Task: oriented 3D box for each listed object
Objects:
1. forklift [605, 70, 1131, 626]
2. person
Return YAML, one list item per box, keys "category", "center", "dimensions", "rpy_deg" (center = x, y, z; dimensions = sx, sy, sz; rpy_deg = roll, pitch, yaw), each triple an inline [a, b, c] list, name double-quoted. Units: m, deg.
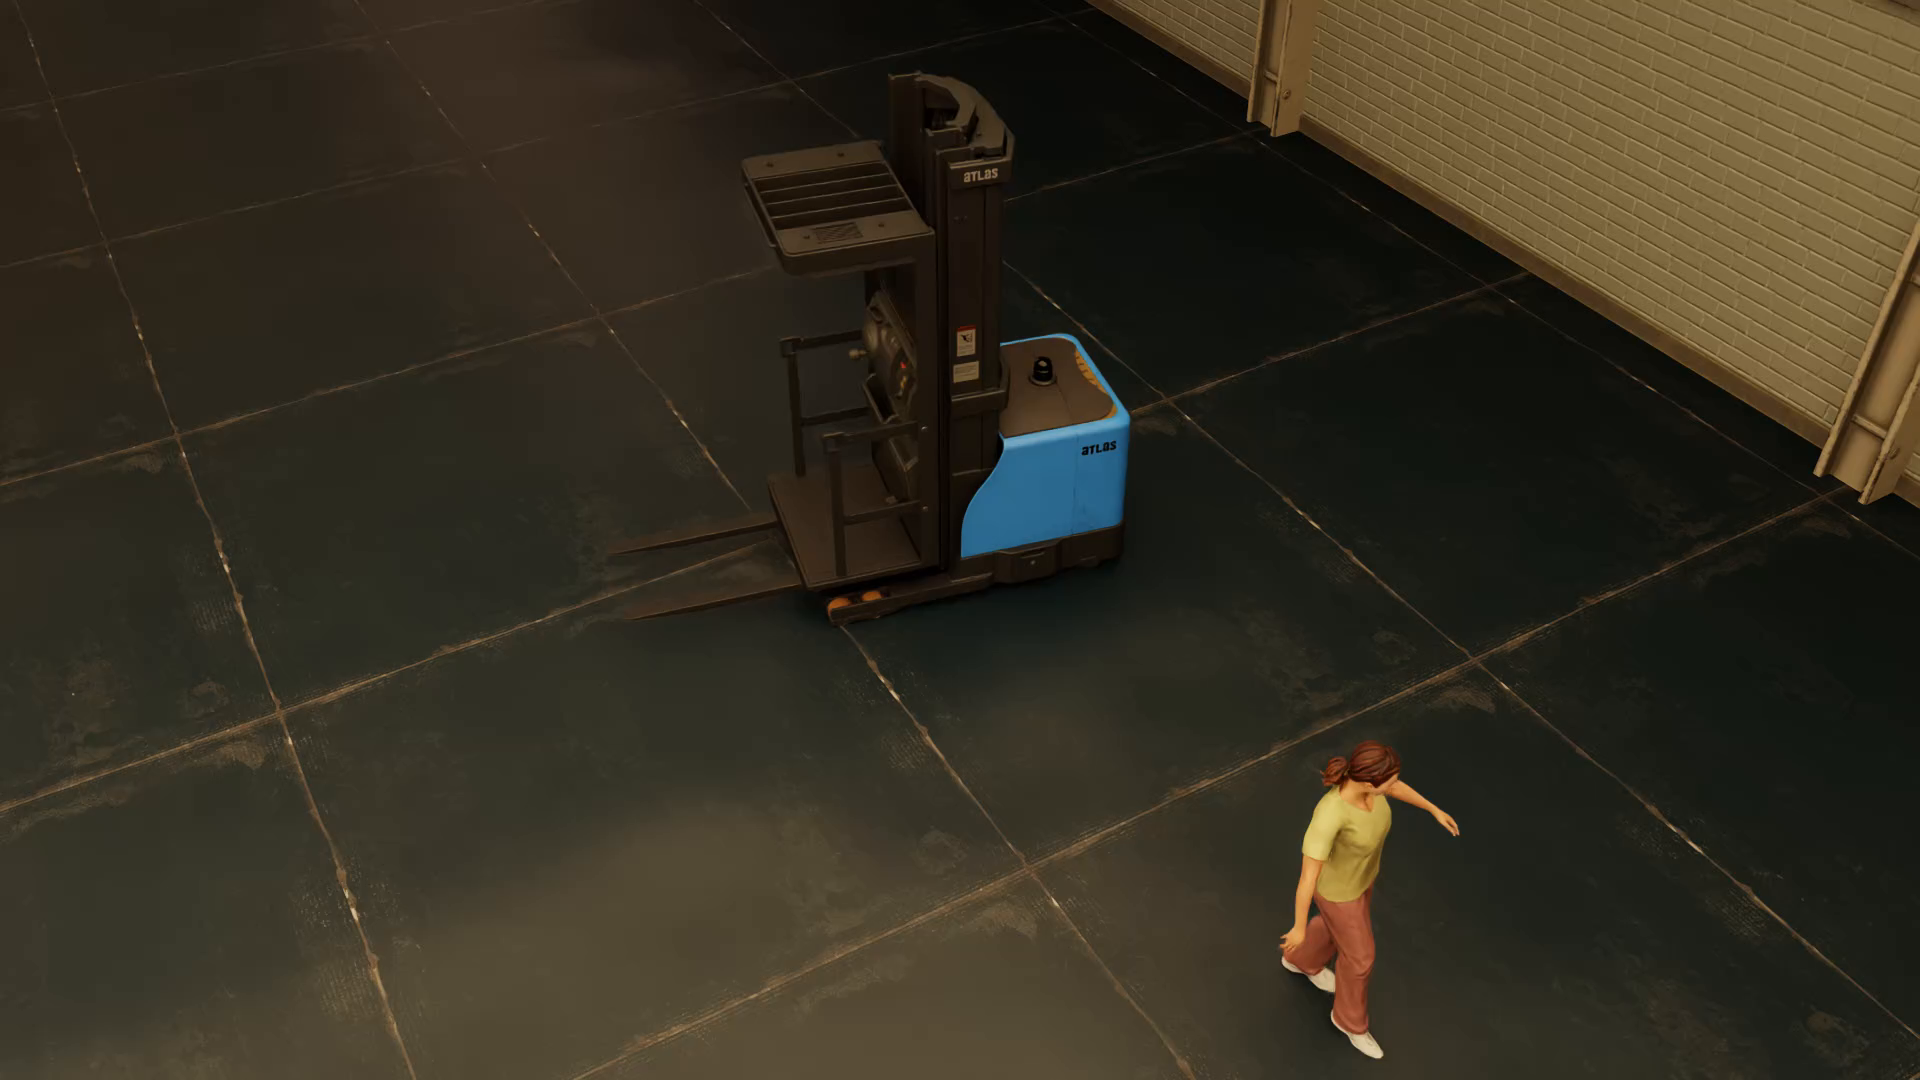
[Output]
- category: "forklift"
  center: [-0.580, -1.006, 9.250]
  dimensions: [3.031, 2.935, 1.130]
  rpy_deg: [-12, 41, -14]
- category: "person"
  center: [1.742, 1.546, 7.228]
  dimensions: [0.630, 1.666, 0.902]
  rpy_deg: [26, 46, 28]
